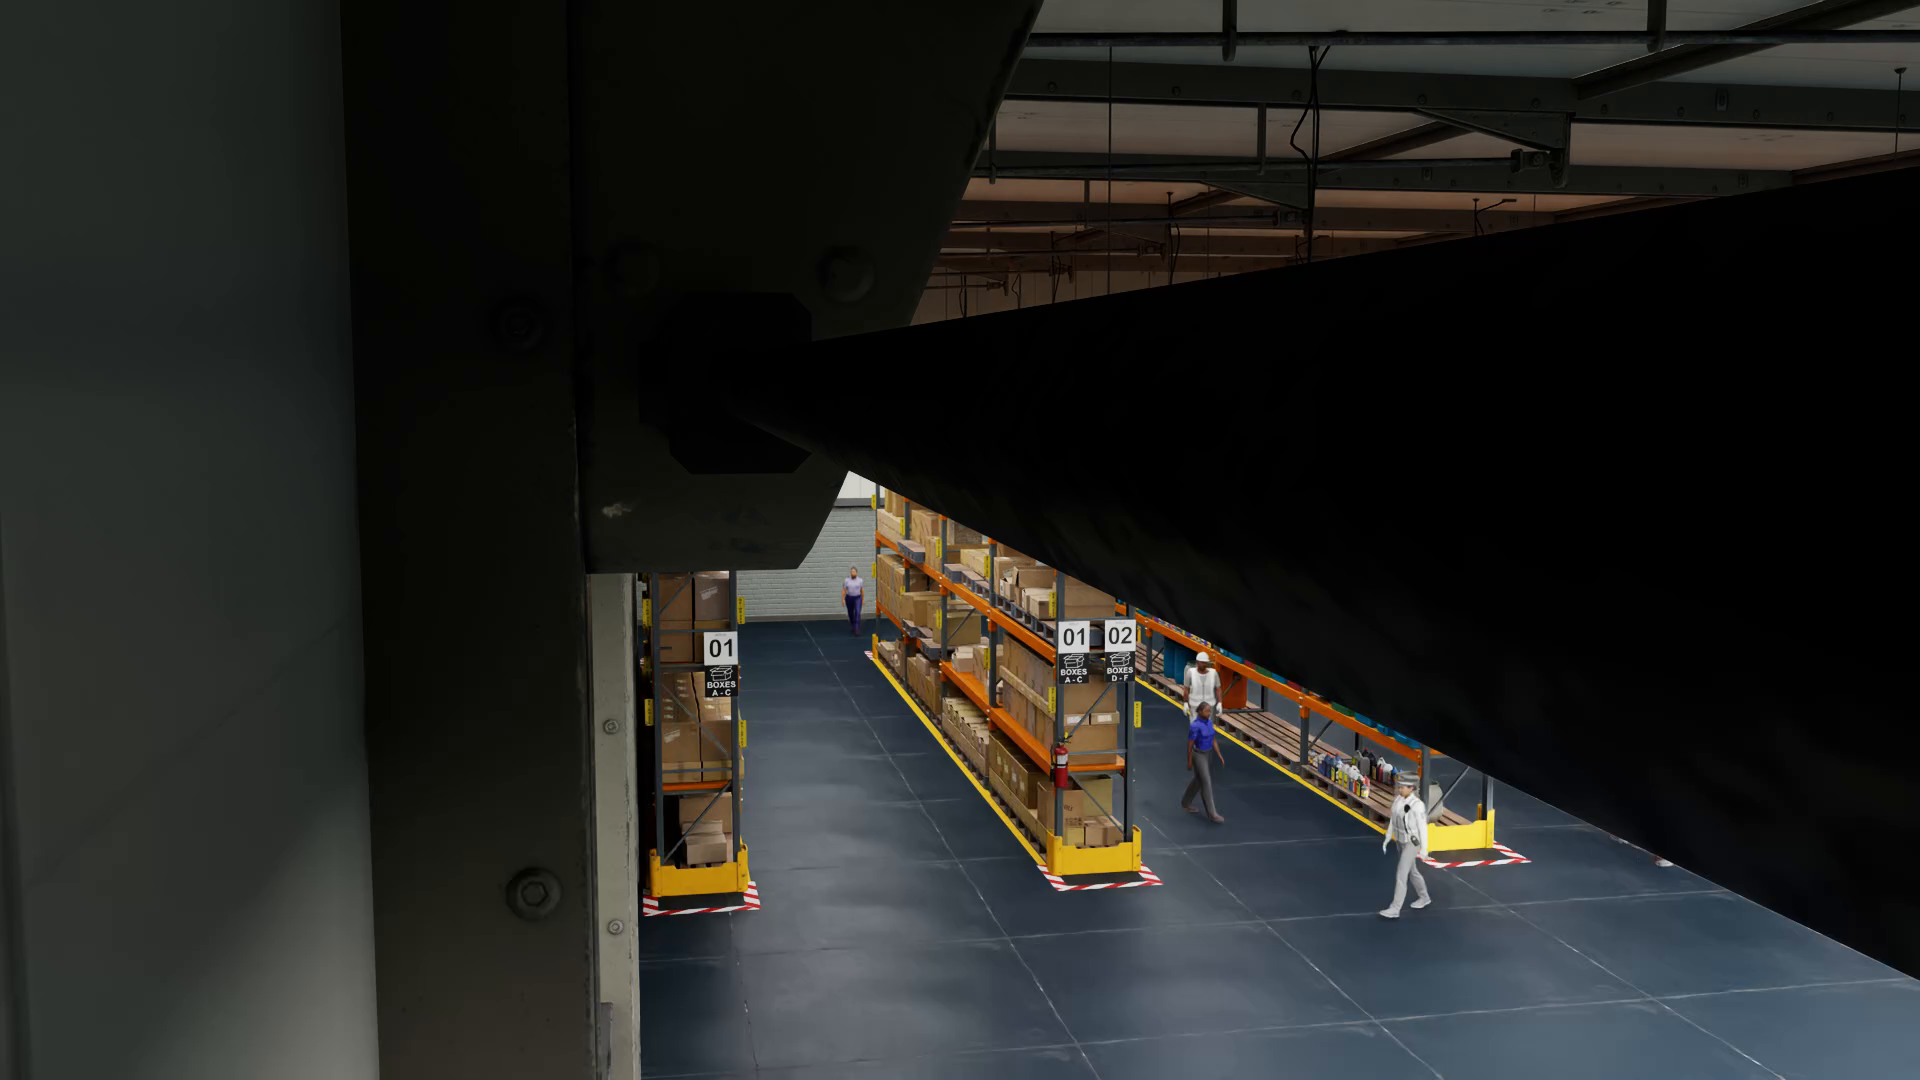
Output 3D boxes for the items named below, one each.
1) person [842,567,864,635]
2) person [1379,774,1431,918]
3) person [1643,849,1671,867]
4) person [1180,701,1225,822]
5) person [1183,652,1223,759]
[{"bbox_3d":[-2.572,1.445,39.761,0.494,1.585,1.027,1,6,7],"label":"person"},{"bbox_3d":[5.176,3.532,19.354,0.836,1.634,0.492,-2,6,-17],"label":"person"},{"bbox_3d":[8.910,3.354,21.441,0.444,1.557,1.019,0,6,-4],"label":"person"},{"bbox_3d":[3.465,3.095,23.518,0.847,1.623,0.497,4,7,37],"label":"person"},{"bbox_3d":[3.918,2.715,26.814,0.610,1.839,0.533,0,6,1],"label":"person"}]
